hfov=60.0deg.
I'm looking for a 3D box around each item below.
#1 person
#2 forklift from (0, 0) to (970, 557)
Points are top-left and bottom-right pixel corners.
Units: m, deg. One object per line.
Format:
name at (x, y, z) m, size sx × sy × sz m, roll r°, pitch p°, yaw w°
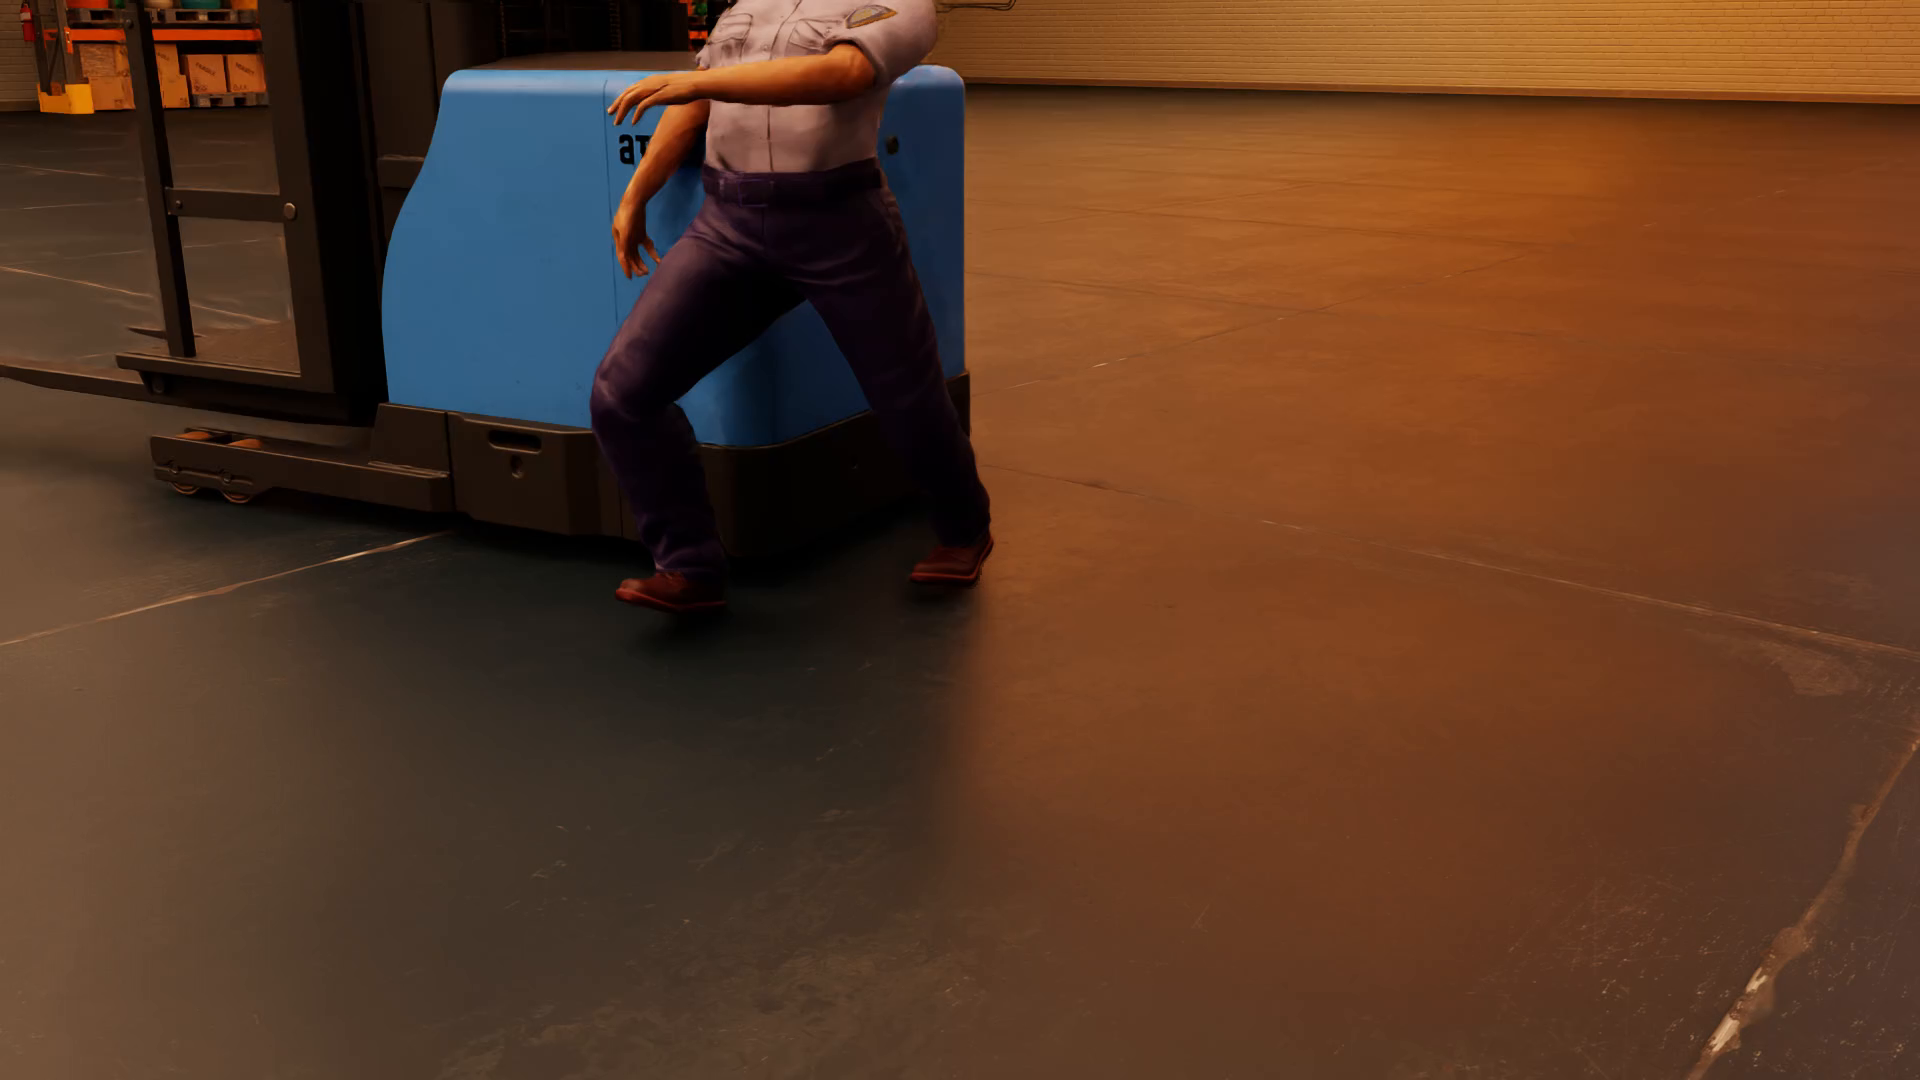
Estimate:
person at (-0.366, -0.577, 3.238) m, size 0.740 × 1.520 × 0.833 m, roll 6°, pitch 18°, yaw 19°
forklift at (-1.524, -1.621, 4.234) m, size 3.031 × 2.935 × 1.130 m, roll 8°, pitch 19°, yaw 26°
